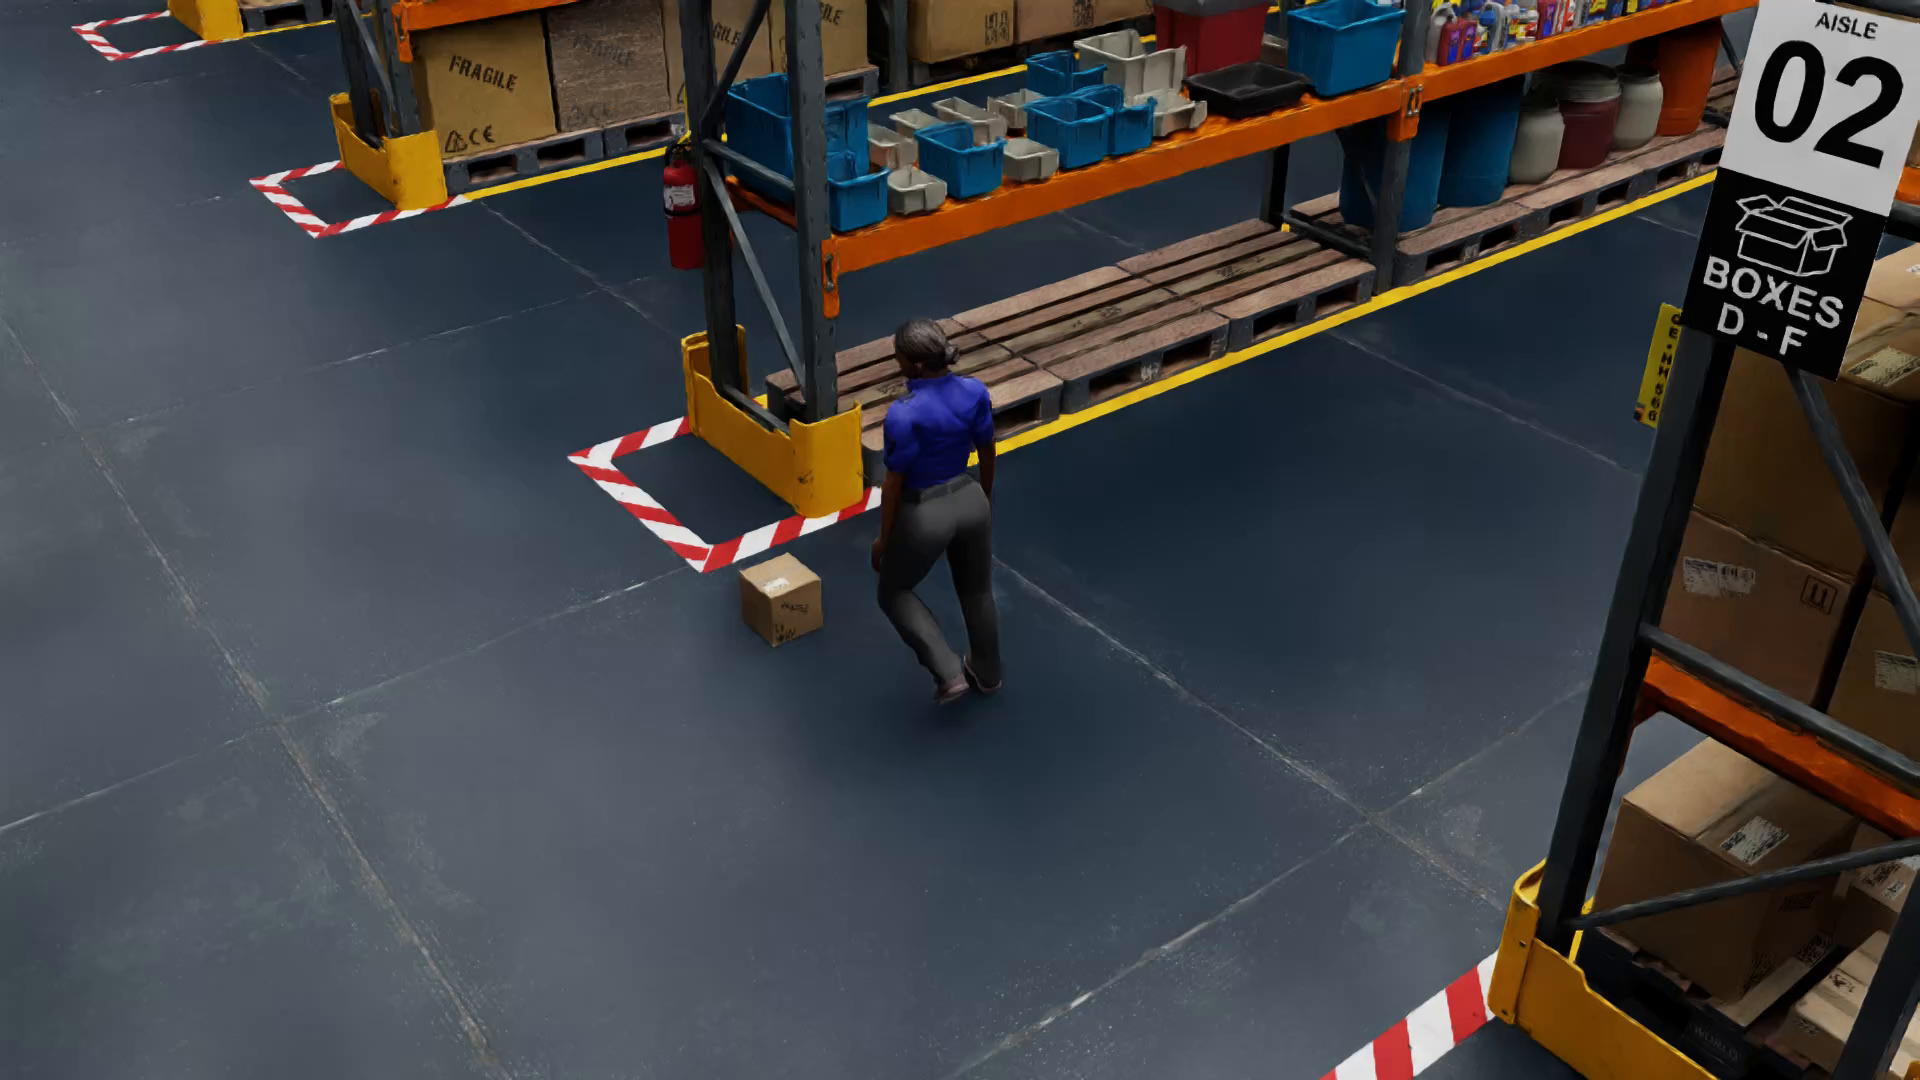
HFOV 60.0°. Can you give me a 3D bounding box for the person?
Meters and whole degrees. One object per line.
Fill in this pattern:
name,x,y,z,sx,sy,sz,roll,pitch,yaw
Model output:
person,-0.048,-0.065,6.214,0.570,1.645,0.459,-20,38,-29
